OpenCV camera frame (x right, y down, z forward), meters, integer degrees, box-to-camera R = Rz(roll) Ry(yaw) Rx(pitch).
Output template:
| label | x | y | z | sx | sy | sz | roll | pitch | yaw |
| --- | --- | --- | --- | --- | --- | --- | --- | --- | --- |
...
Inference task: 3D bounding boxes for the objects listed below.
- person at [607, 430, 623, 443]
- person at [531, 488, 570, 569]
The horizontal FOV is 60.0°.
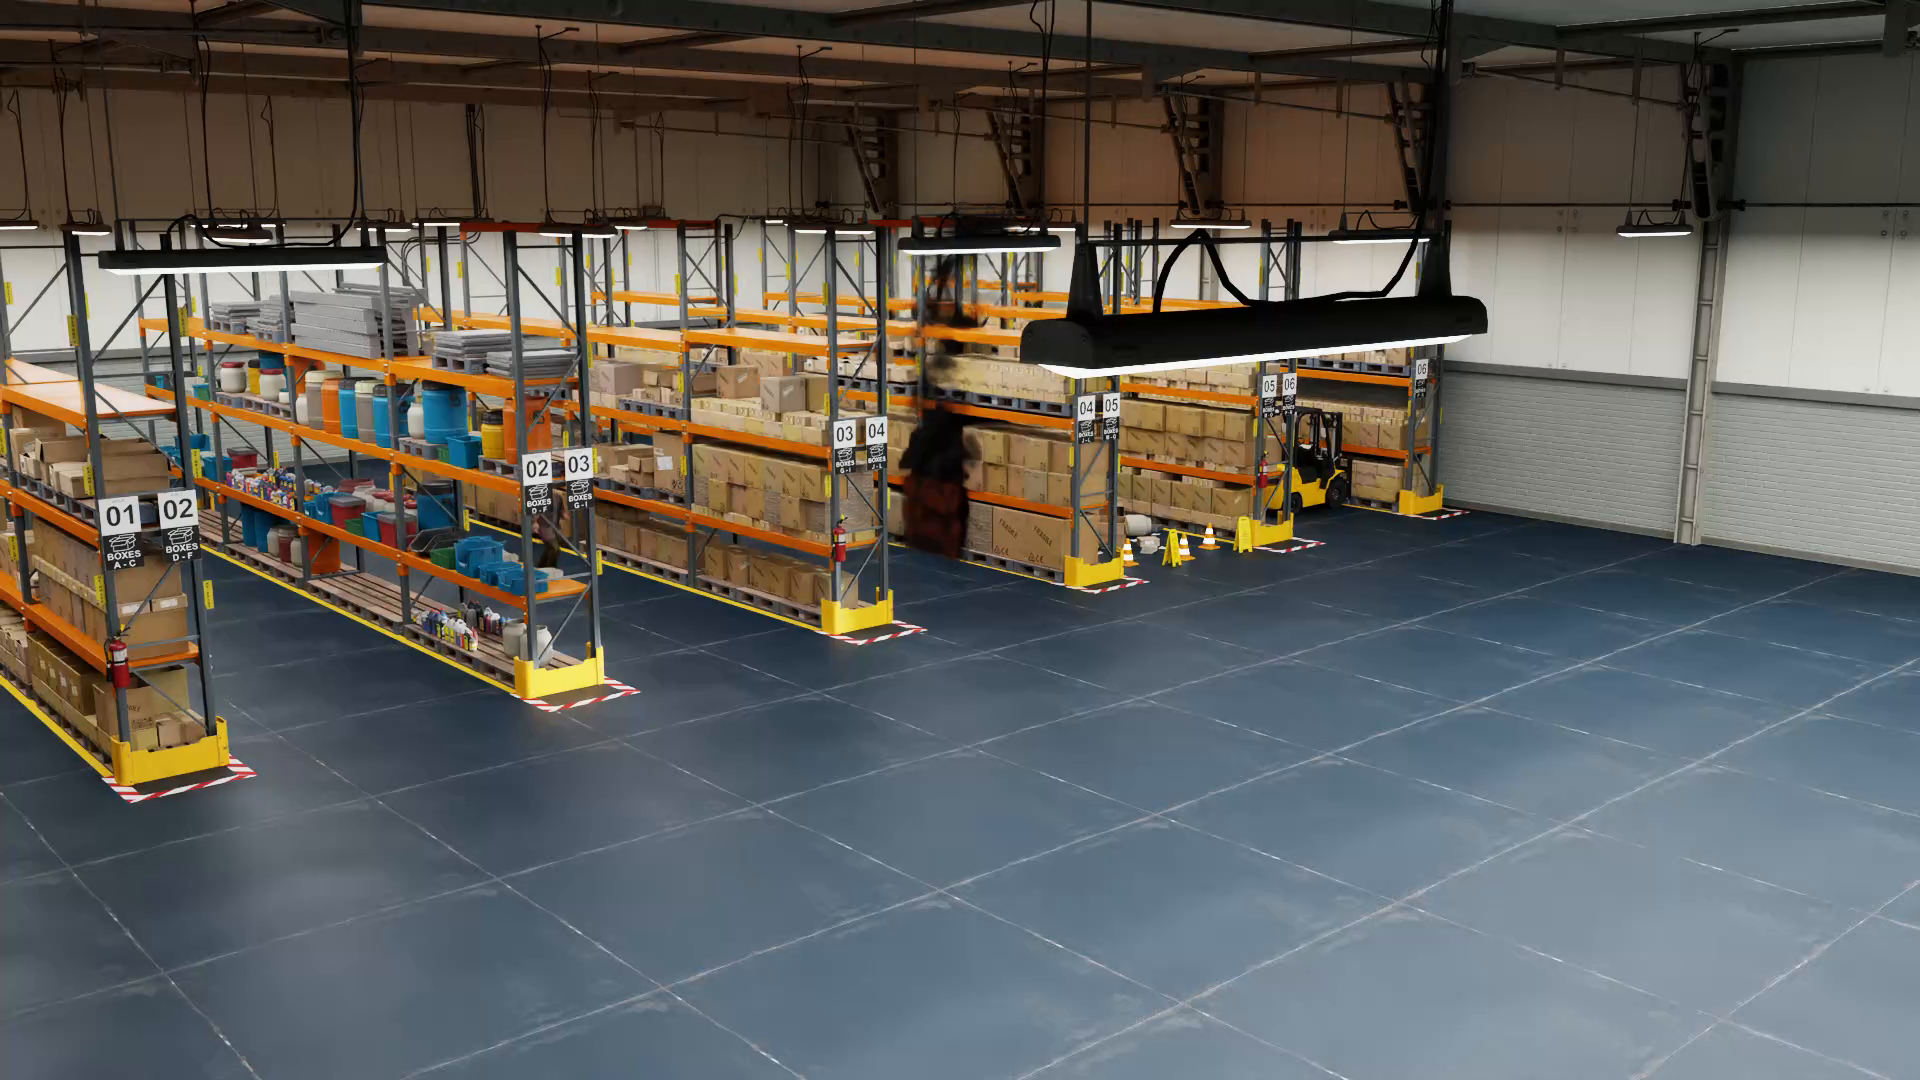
| label | x | y | z | sx | sy | sz | roll | pitch | yaw |
| --- | --- | --- | --- | --- | --- | --- | --- | --- | --- |
| person | -8.599 | -2.825 | 41.373 | 0.956 | 1.752 | 0.676 | 0 | 11 | 2 |
| person | -6.958 | -0.137 | 28.163 | 0.909 | 1.815 | 0.613 | 7 | 13 | 32 |
